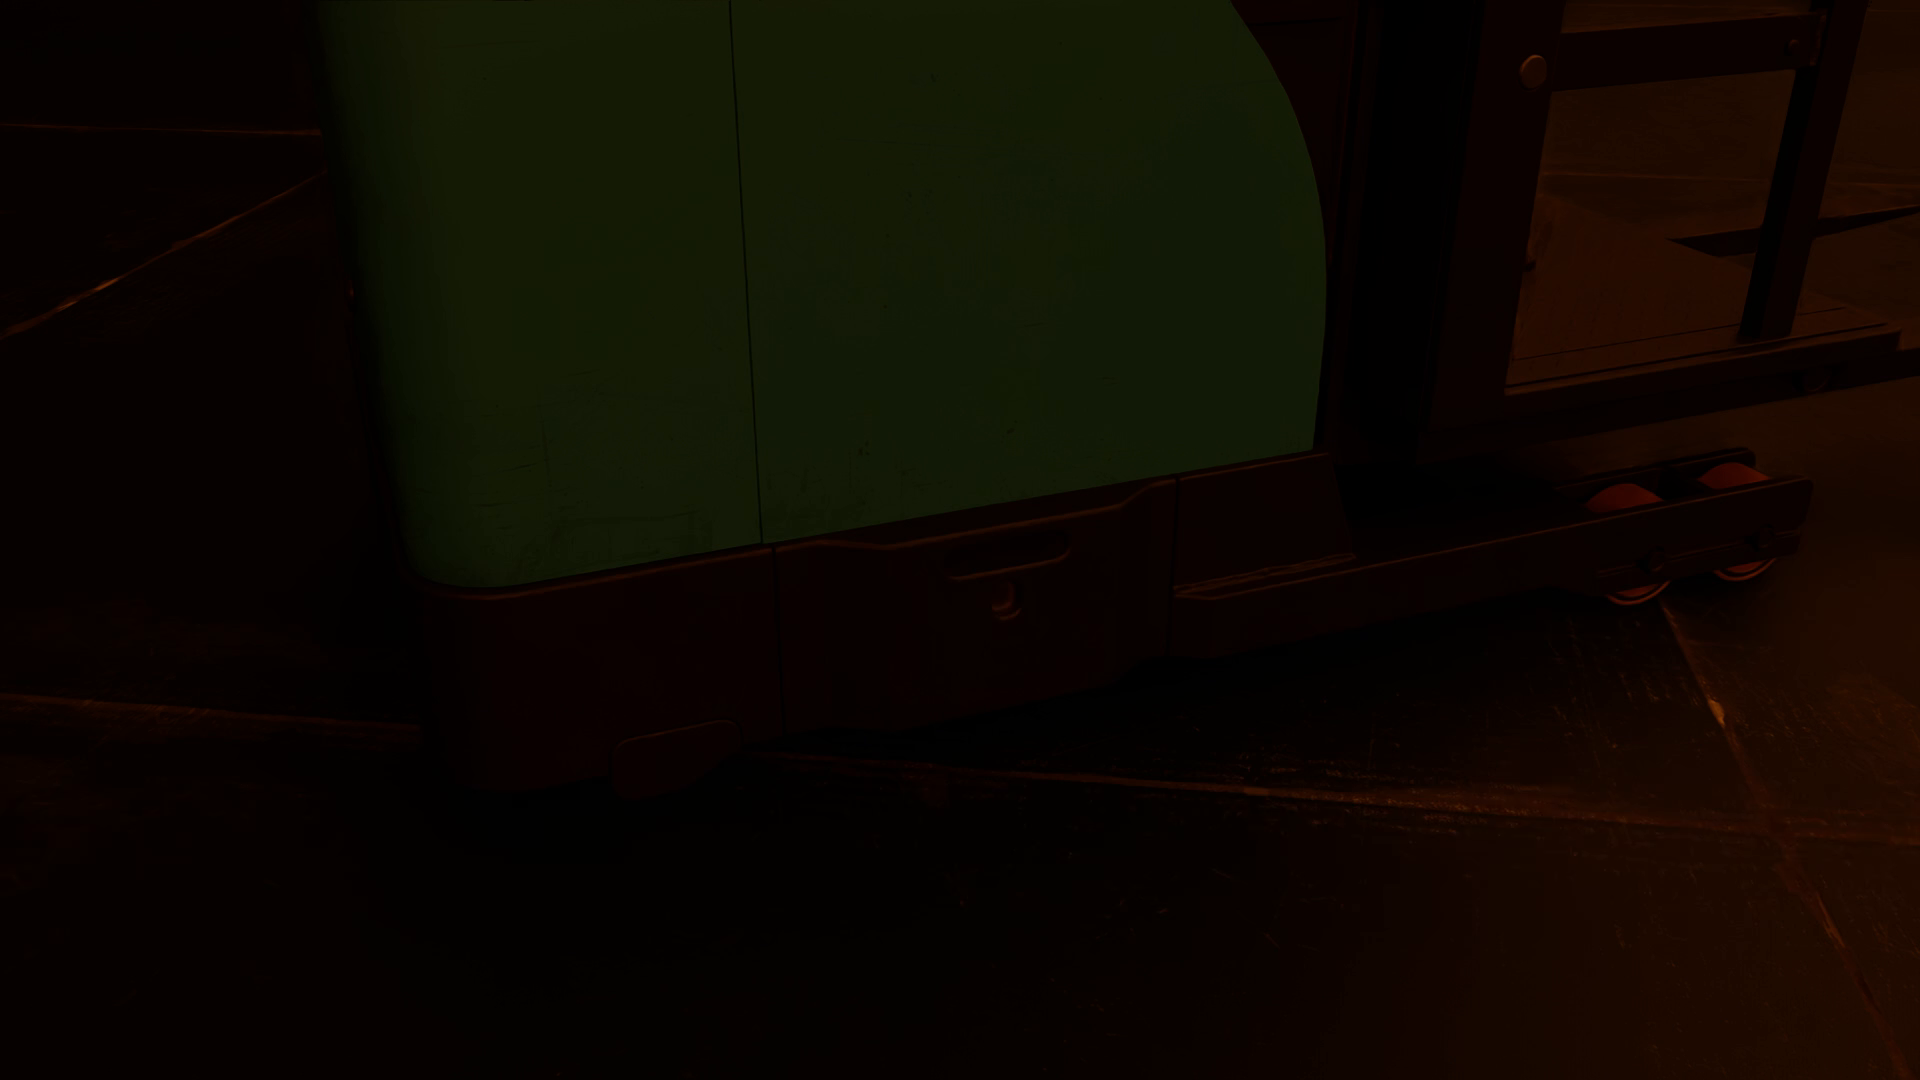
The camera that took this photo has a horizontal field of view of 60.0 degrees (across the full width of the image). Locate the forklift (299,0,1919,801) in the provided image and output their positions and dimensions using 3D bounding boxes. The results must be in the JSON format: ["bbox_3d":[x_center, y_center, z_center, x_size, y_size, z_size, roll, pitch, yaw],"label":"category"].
[{"bbox_3d":[0.661,-1.428,2.080,3.031,2.935,1.130,-10,28,-19],"label":"forklift"}]
